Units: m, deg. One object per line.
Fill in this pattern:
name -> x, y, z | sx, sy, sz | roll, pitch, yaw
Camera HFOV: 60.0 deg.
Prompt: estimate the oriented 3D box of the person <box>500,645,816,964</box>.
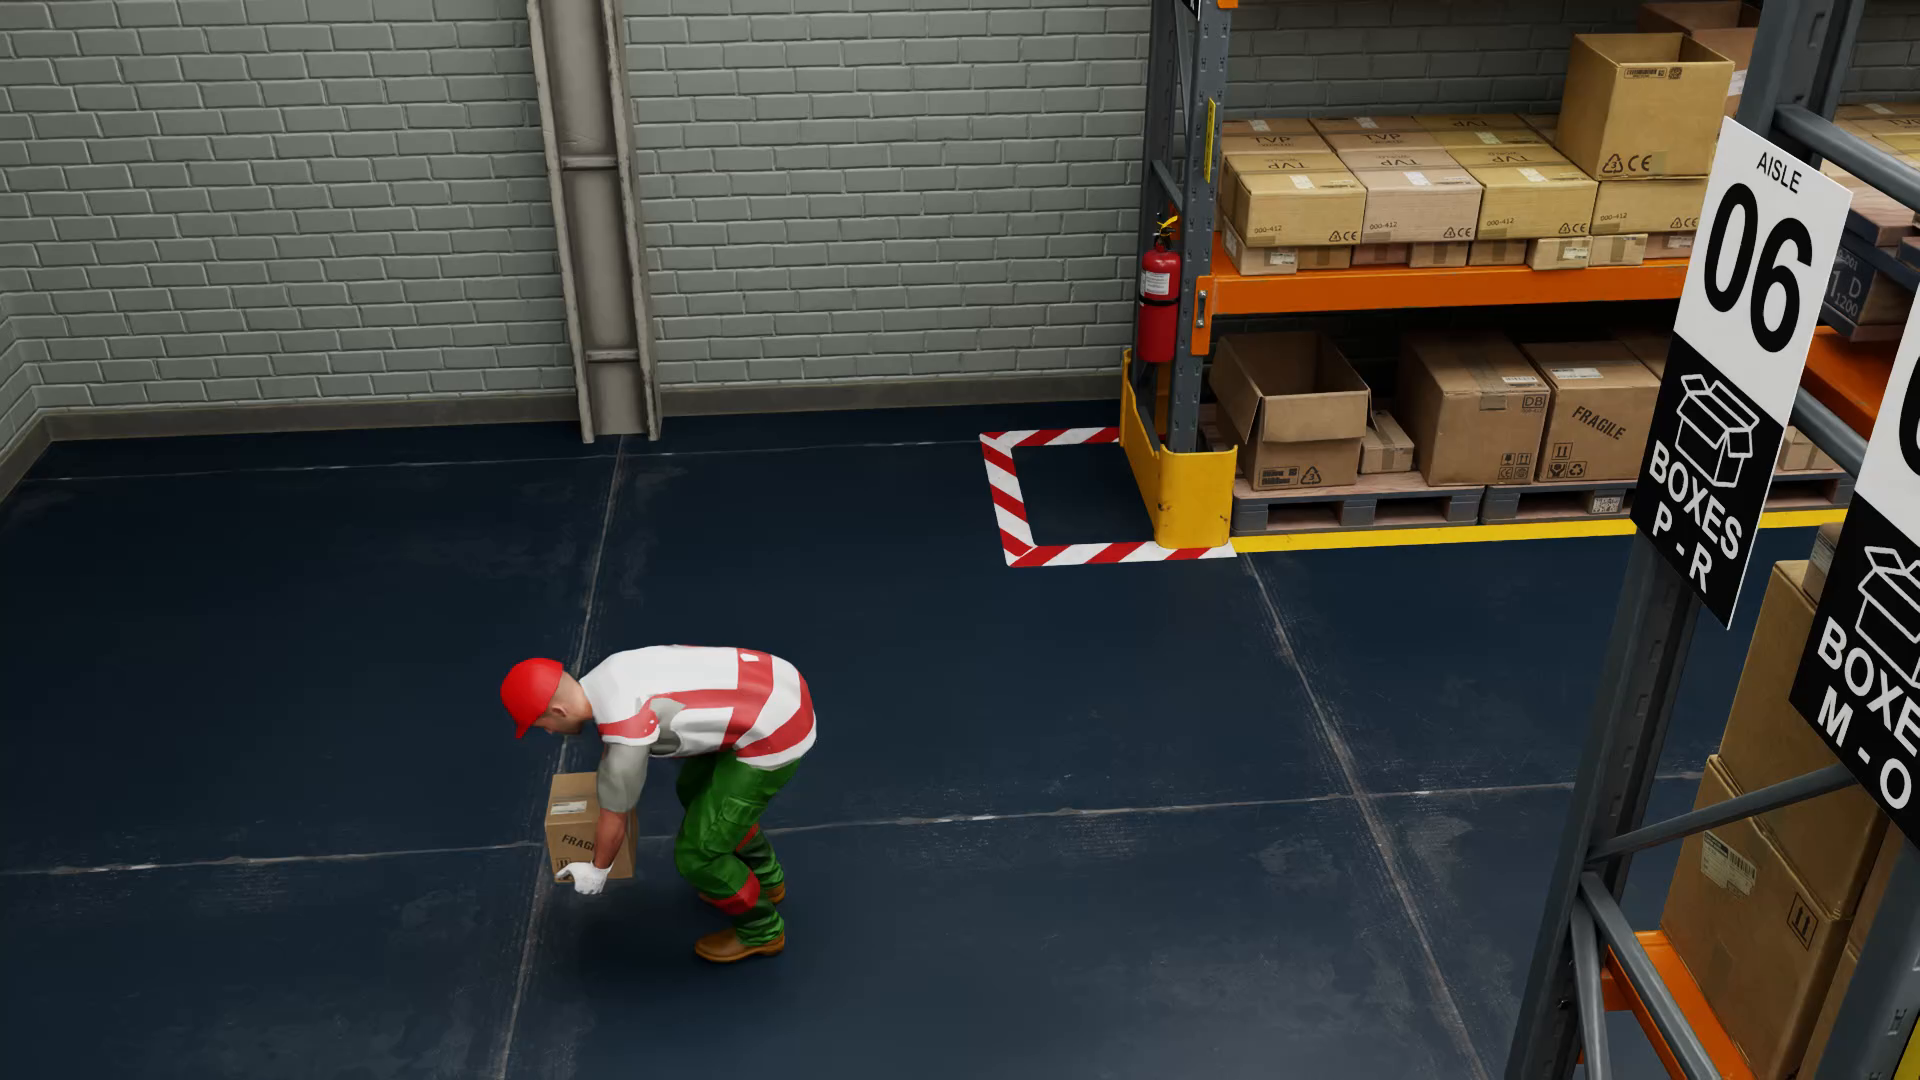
person -> -0.928, 0.830, 5.354 | 0.951, 1.134, 0.523 | -4, 31, -7
